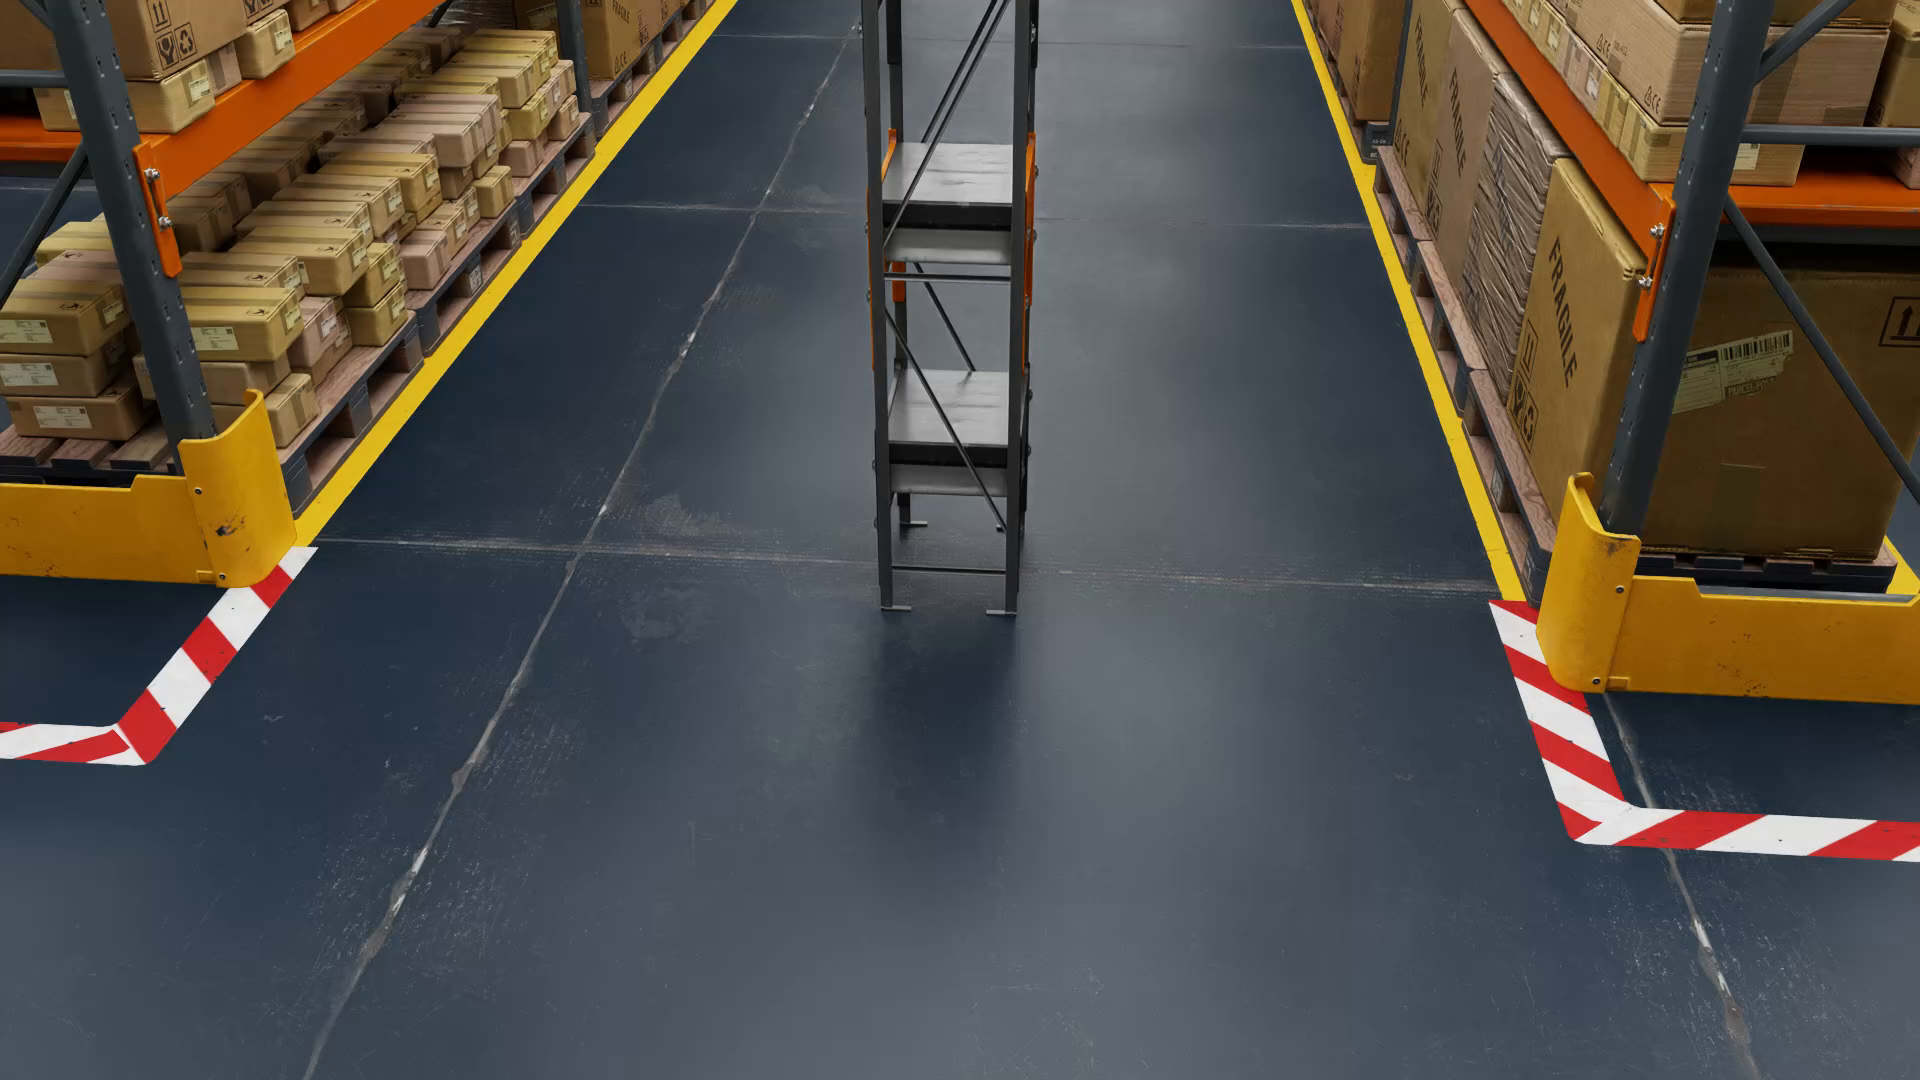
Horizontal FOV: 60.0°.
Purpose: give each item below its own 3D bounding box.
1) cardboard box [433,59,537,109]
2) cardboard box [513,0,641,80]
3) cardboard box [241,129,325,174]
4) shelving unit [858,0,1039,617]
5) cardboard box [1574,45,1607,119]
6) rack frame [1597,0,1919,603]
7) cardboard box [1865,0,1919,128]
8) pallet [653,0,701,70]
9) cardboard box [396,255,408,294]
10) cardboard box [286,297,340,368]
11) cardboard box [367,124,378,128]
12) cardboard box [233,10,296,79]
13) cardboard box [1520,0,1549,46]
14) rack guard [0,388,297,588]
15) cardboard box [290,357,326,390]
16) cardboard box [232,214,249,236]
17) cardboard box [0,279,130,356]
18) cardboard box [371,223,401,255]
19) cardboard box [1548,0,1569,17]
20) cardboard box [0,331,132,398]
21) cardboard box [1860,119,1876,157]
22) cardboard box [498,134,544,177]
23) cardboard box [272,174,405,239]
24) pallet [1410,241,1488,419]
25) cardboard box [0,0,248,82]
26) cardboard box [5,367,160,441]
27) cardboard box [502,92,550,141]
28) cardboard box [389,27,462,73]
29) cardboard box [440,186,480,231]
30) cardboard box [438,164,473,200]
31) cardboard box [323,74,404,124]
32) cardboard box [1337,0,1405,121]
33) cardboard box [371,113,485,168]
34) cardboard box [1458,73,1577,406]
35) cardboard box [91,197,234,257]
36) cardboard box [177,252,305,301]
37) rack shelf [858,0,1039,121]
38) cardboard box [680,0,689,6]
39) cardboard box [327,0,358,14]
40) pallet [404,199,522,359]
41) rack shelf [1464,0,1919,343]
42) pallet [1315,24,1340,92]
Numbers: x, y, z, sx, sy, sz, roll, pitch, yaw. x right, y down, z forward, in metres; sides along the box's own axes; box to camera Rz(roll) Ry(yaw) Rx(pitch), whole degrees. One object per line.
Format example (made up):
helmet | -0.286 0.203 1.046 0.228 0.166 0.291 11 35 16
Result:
cardboard box | -2.131 -2.051 7.469 0.380 0.149 0.250 2 32 4
cardboard box | -2.043 -2.785 8.892 0.500 0.500 0.500 4 32 6
cardboard box | -2.755 -1.526 6.618 0.380 0.149 0.250 3 32 4
shelving unit | -0.013 -0.807 4.559 0.431 2.100 0.503 2 32 4
cardboard box | 1.984 -1.300 4.740 0.380 0.149 0.250 3 32 4
rack frame | 2.242 -0.939 3.915 1.000 3.000 0.127 2 32 4
cardboard box | 2.551 -1.241 4.265 0.500 0.250 0.500 2 32 3
pallet | -2.209 -3.155 10.168 1.003 0.211 1.213 2 32 4
cardboard box | -2.322 -0.966 6.276 0.380 0.149 0.250 3 32 4
cardboard box | -2.316 -0.699 5.559 0.380 0.149 0.250 2 32 4
cardboard box | -2.656 -1.805 7.353 0.380 0.149 0.250 1 32 1
cardboard box | -2.285 -1.525 5.106 0.380 0.149 0.250 2 32 3
cardboard box | 2.045 -1.702 5.392 0.380 0.149 0.250 3 32 4
rack guard | -2.687 -0.179 5.064 1.175 0.500 0.348 2 32 4
cardboard box | -2.392 -0.569 5.632 0.380 0.149 0.250 2 32 4
cardboard box | -2.865 -1.127 6.253 0.380 0.149 0.250 3 32 5
cardboard box | -2.902 -0.710 5.293 0.380 0.149 0.250 3 32 5
cardboard box | -2.328 -1.103 6.215 0.380 0.149 0.250 1 32 2
cardboard box | 2.100 -1.798 5.168 0.500 0.250 0.500 1 32 2
cardboard box | -2.934 -0.584 5.372 0.380 0.149 0.250 2 32 3
cardboard box | 2.620 -1.138 4.477 0.380 0.149 0.250 2 32 3
cardboard box | -2.121 -1.768 7.576 0.380 0.149 0.250 1 32 2
cardboard box | -2.291 -1.235 6.145 0.380 0.149 0.250 4 32 6
pallet | 2.331 -0.810 6.362 1.003 0.211 1.213 2 32 4
cardboard box | -2.381 -1.596 4.602 0.500 0.500 0.500 4 32 6
cardboard box | -2.858 -0.453 5.443 0.380 0.149 0.250 3 32 5
cardboard box | -2.090 -1.926 7.550 0.380 0.149 0.250 1 32 2
cardboard box | -2.602 -2.342 7.942 0.380 0.149 0.250 4 32 6
cardboard box | -2.232 -1.366 6.925 0.380 0.149 0.250 3 32 5
cardboard box | -2.251 -1.526 6.900 0.380 0.149 0.250 1 32 2
cardboard box | -2.653 -1.929 7.271 0.380 0.149 0.250 2 32 3
cardboard box | 2.600 -2.640 8.300 1.225 0.875 0.875 3 32 4
cardboard box | -2.170 -1.631 6.788 0.380 0.149 0.250 1 32 2
cardboard box | 2.289 -1.027 5.683 0.875 0.875 0.875 2 32 4
cardboard box | -2.846 -1.112 5.946 0.380 0.149 0.250 1 32 2
cardboard box | -2.409 -0.831 5.489 0.380 0.149 0.250 3 32 5
rack shelf | -0.014 -1.392 4.199 0.431 0.518 0.480 2 32 4
cardboard box | -1.907 -3.598 10.211 0.500 0.500 0.500 1 32 2
cardboard box | -2.306 -1.935 5.771 0.380 0.149 0.250 2 32 3
pallet | -2.483 -1.116 6.859 1.003 0.211 1.213 2 32 4
rack shelf | 2.405 -1.679 5.800 1.077 0.370 4.000 2 32 4
pallet | 2.652 -2.890 9.738 1.003 0.211 1.213 2 32 4
